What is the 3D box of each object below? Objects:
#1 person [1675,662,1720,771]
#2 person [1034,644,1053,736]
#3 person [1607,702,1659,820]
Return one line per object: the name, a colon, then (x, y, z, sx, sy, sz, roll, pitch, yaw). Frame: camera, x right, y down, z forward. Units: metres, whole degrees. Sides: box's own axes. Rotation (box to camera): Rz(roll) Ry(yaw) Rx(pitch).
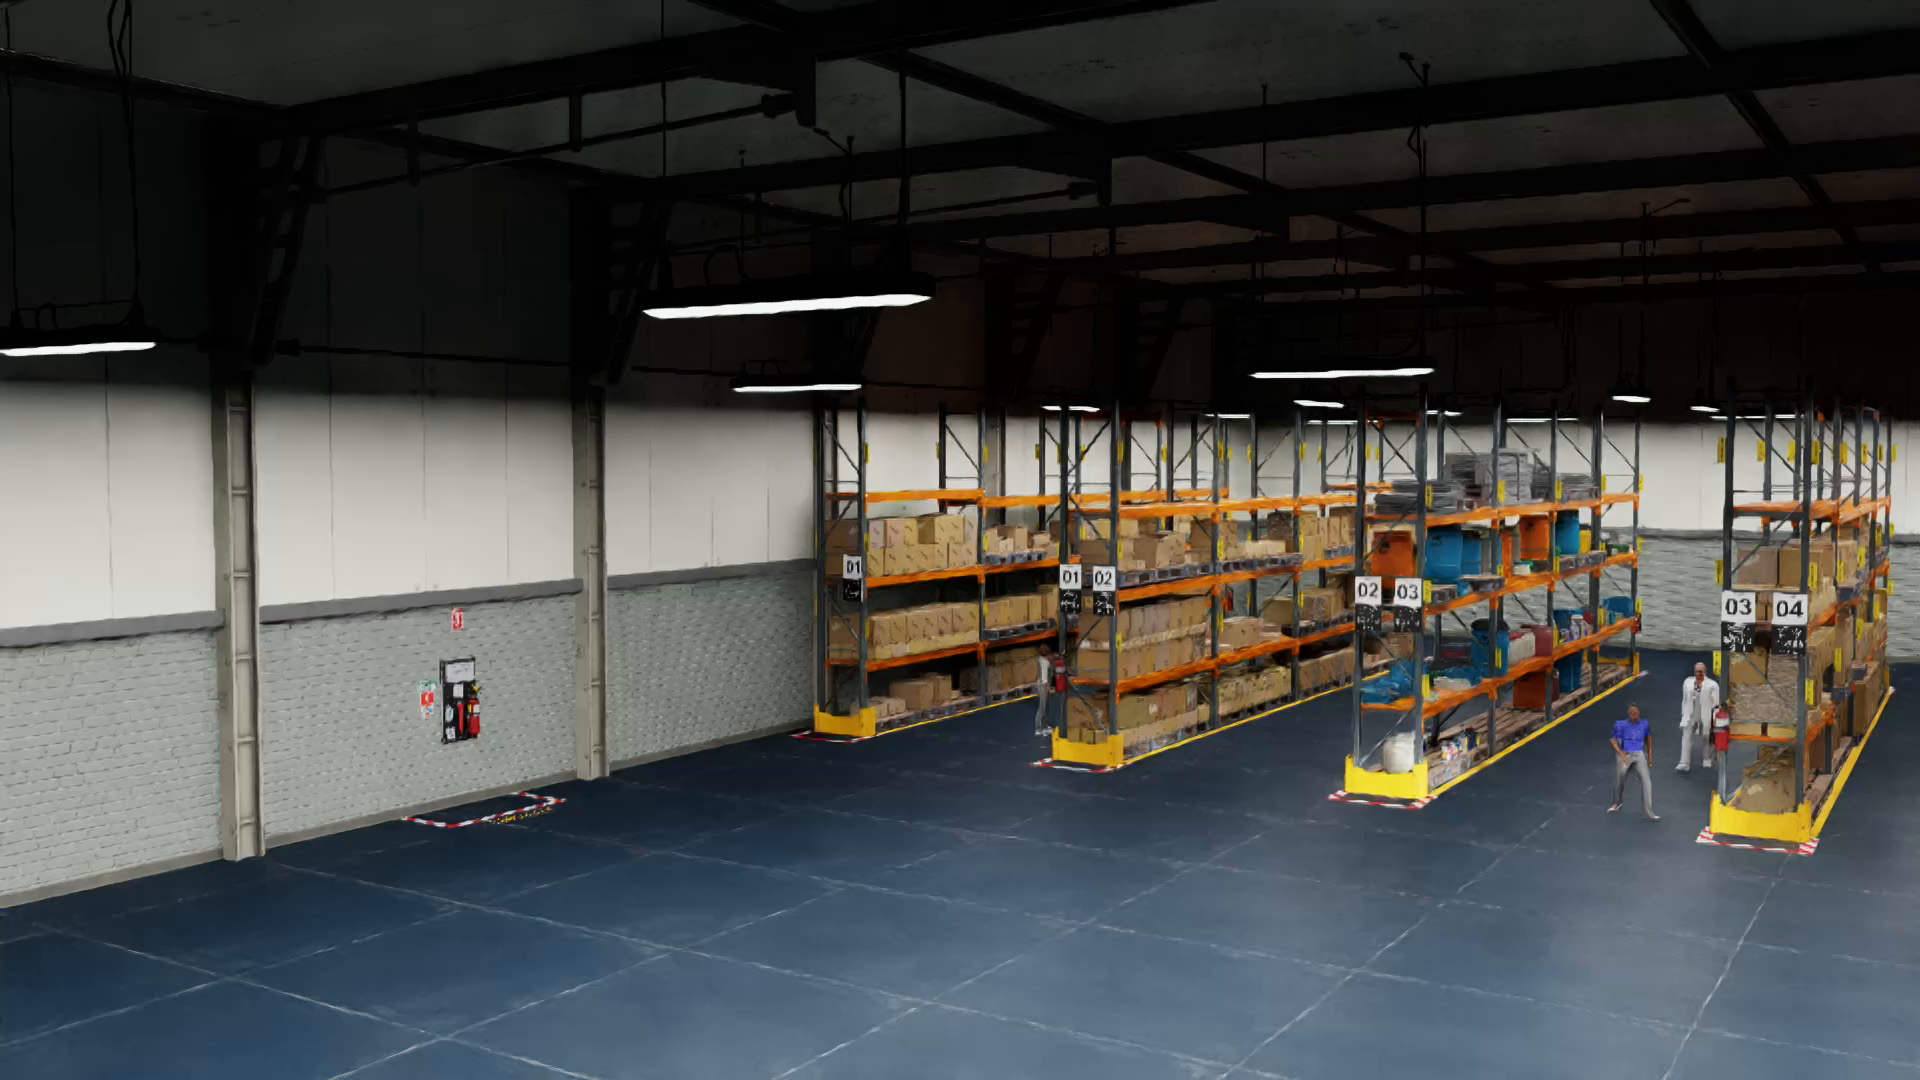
person: (11.607, 2.757, 26.113, 0.591, 1.696, 1.185, 2, 4, 35)
person: (1.519, 2.649, 29.472, 0.405, 1.589, 0.468, 0, 3, 1)
person: (9.264, 2.997, 22.890, 0.622, 1.591, 0.822, 1, 3, 16)
